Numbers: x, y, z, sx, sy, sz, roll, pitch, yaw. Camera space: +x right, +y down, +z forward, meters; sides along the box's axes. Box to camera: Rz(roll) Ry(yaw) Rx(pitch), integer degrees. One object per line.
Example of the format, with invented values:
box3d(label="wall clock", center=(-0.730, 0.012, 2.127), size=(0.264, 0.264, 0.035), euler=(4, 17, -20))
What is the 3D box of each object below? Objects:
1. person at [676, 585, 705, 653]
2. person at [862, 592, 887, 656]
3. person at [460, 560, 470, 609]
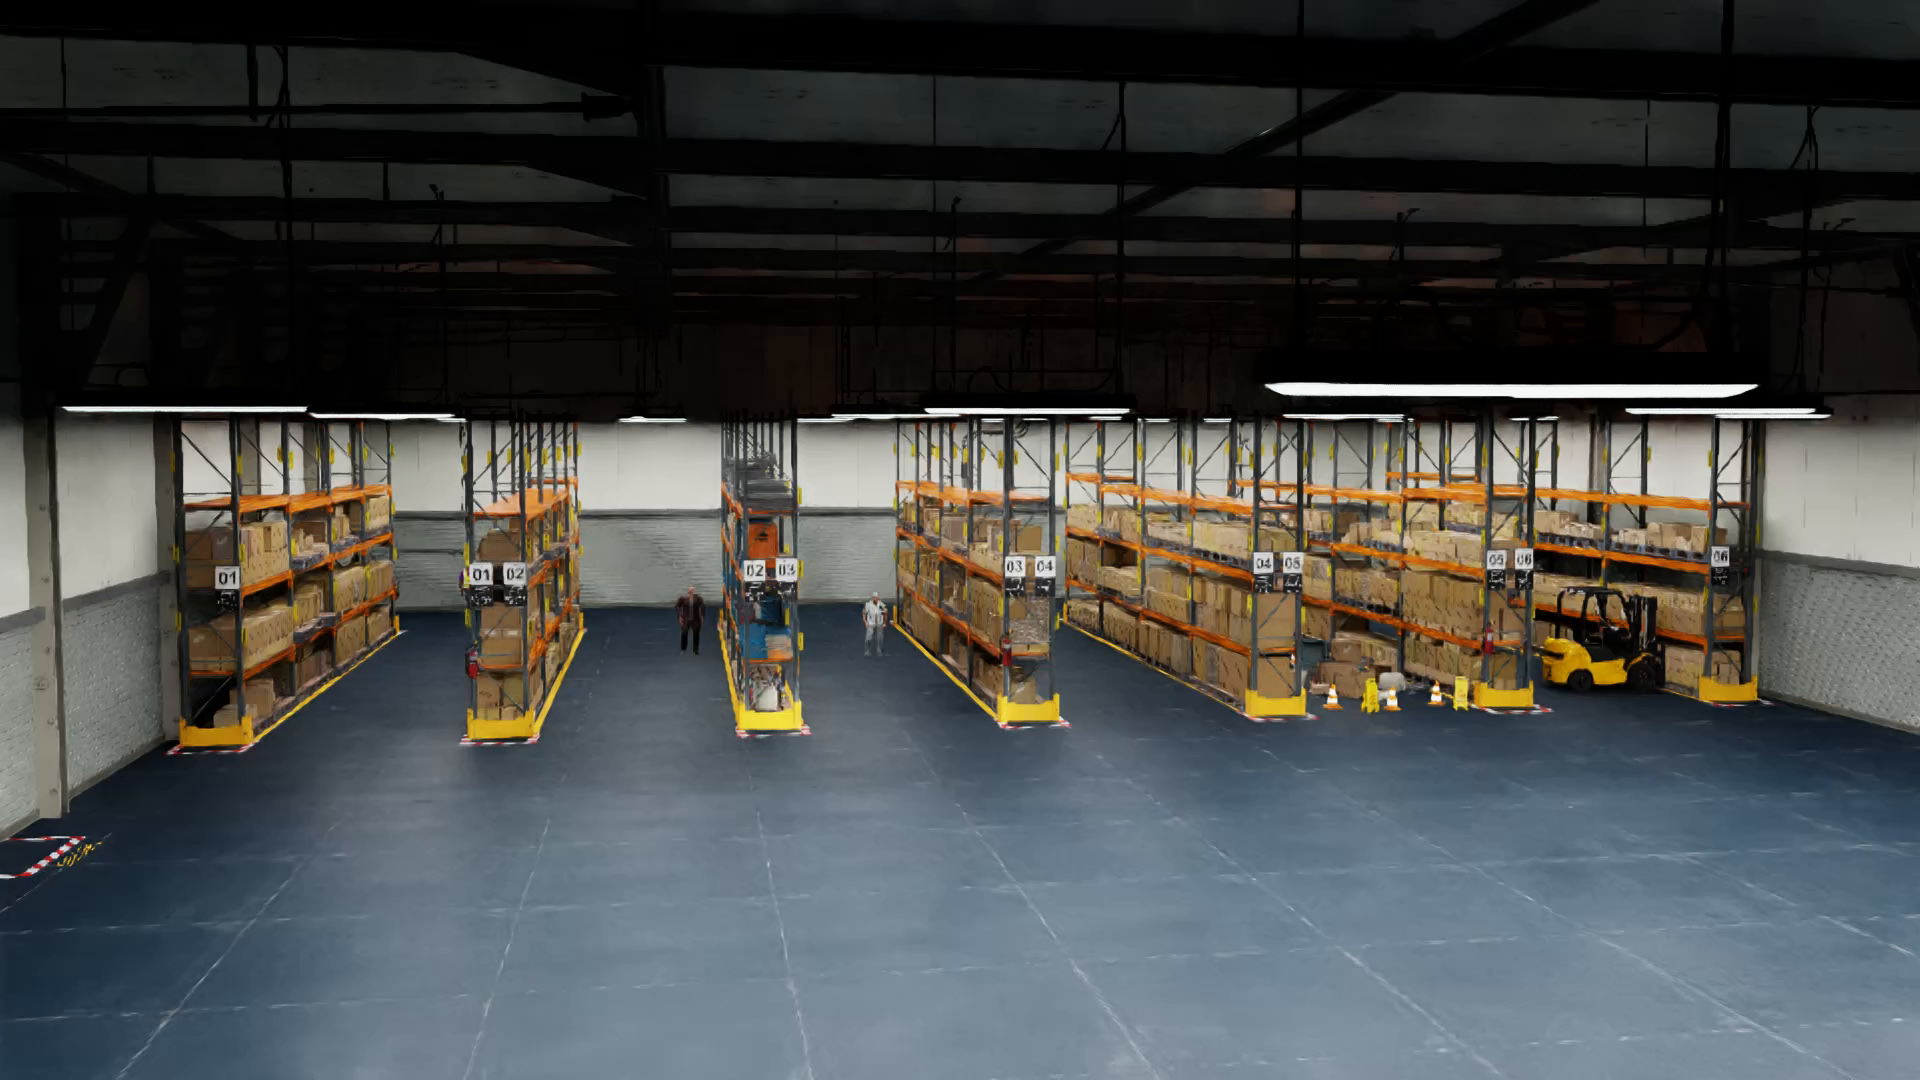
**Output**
box3d(label="person", center=(-6.716, 1.972, 41.451), size=(0.729, 1.733, 0.546), euler=(-1, 4, -10))
box3d(label="person", center=(-2.096, 2.069, 40.989), size=(0.625, 1.611, 0.575), euler=(-1, 4, -11))
box3d(label="person", center=(-14.619, 1.413, 49.559), size=(0.577, 1.691, 1.121), euler=(-1, 4, -8))
